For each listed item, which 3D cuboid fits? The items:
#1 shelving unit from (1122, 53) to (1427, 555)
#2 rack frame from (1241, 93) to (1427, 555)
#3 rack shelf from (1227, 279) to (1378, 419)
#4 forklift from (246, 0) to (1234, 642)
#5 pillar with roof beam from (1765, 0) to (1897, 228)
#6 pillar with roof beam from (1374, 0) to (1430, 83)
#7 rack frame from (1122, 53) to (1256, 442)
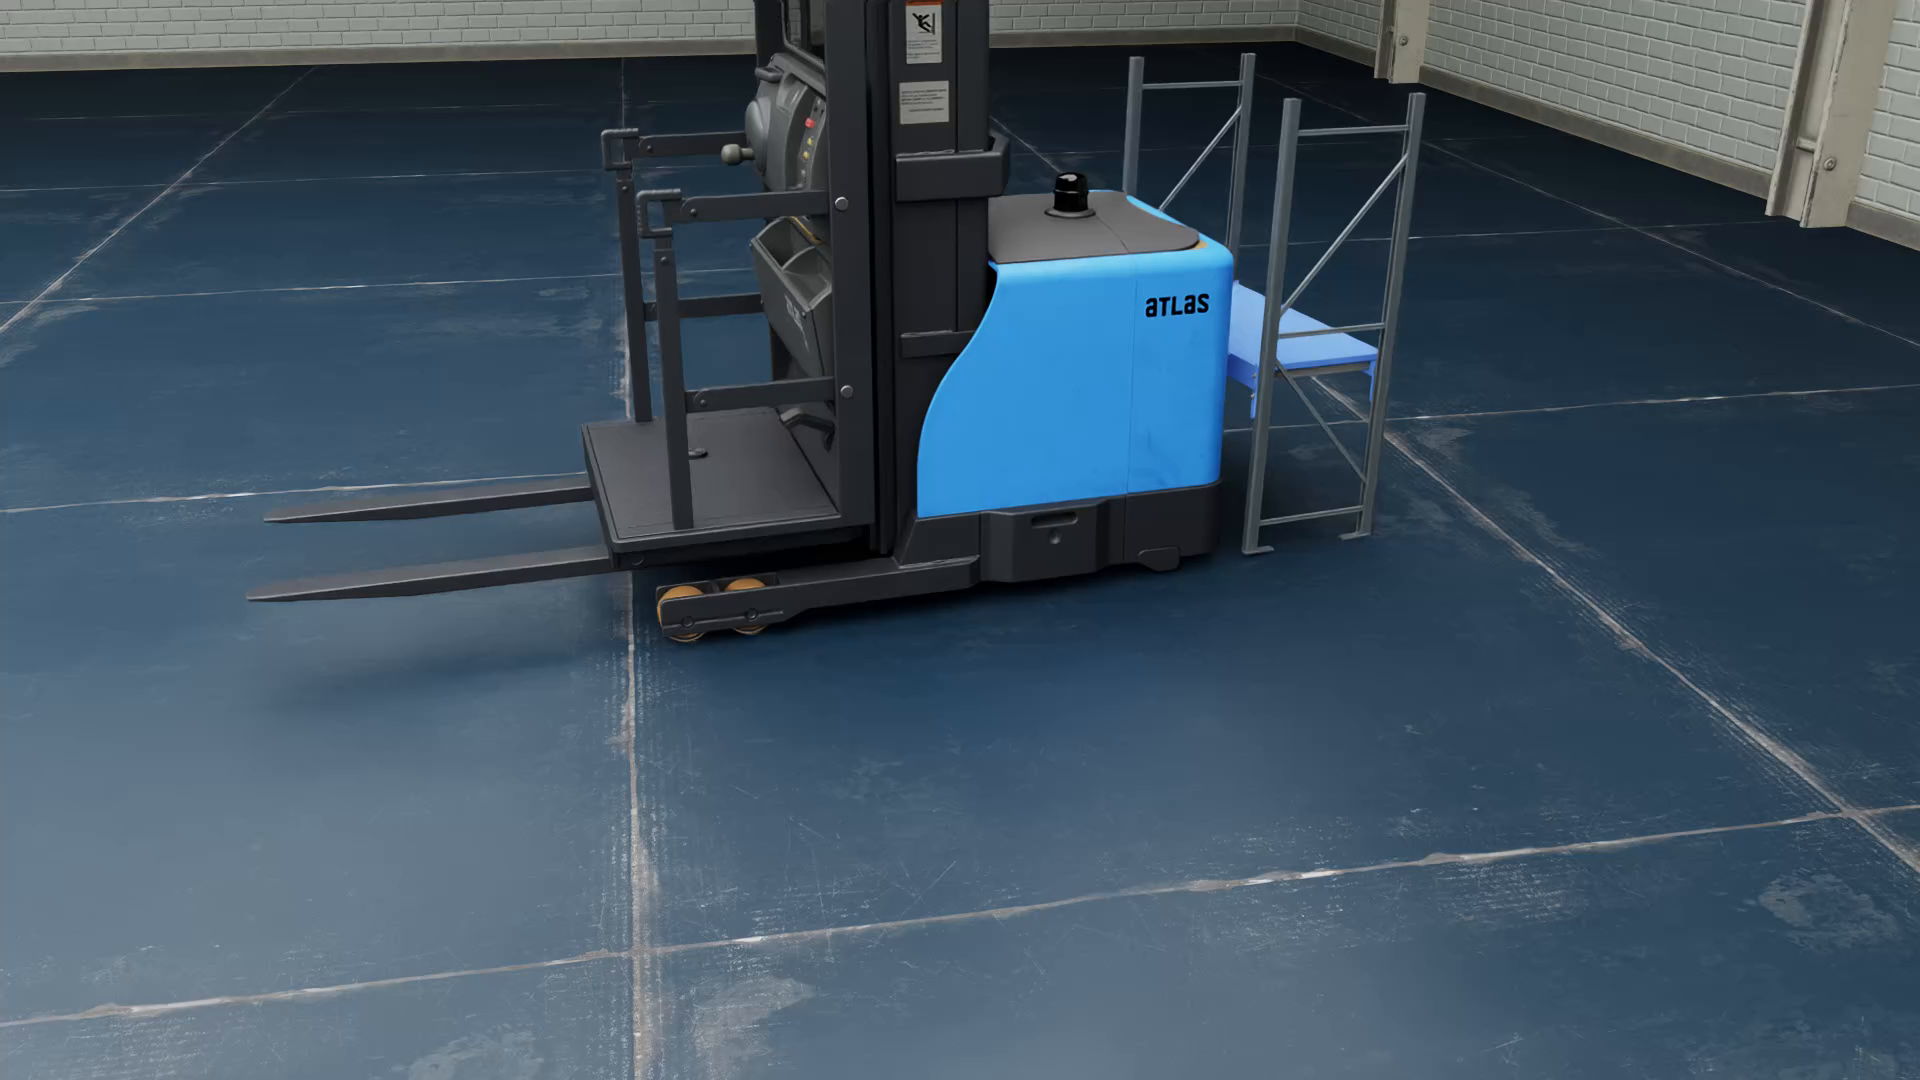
[{"bbox_3d":[1.015,-0.865,5.843,0.538,1.500,1.048,-8,25,-20],"label":"shelving unit"},{"bbox_3d":[1.205,-0.676,5.411,0.500,1.500,0.032,-8,25,-20],"label":"rack frame"},{"bbox_3d":[1.012,-0.700,5.914,0.538,0.185,1.000,-8,25,-20],"label":"rack shelf"},{"bbox_3d":[-0.708,-1.269,4.995,3.031,2.935,1.130,-7,25,-15],"label":"forklift"},{"bbox_3d":[1.006,-5.787,7.757,9.100,9.000,0.400,-4,24,-10],"label":"pillar with roof beam"},{"bbox_3d":[-0.103,-8.147,13.161,9.100,9.000,0.400,-4,24,-10],"label":"pillar with roof beam"},{"bbox_3d":[0.826,-1.054,6.276,0.500,1.500,0.032,-8,25,-20],"label":"rack frame"}]
